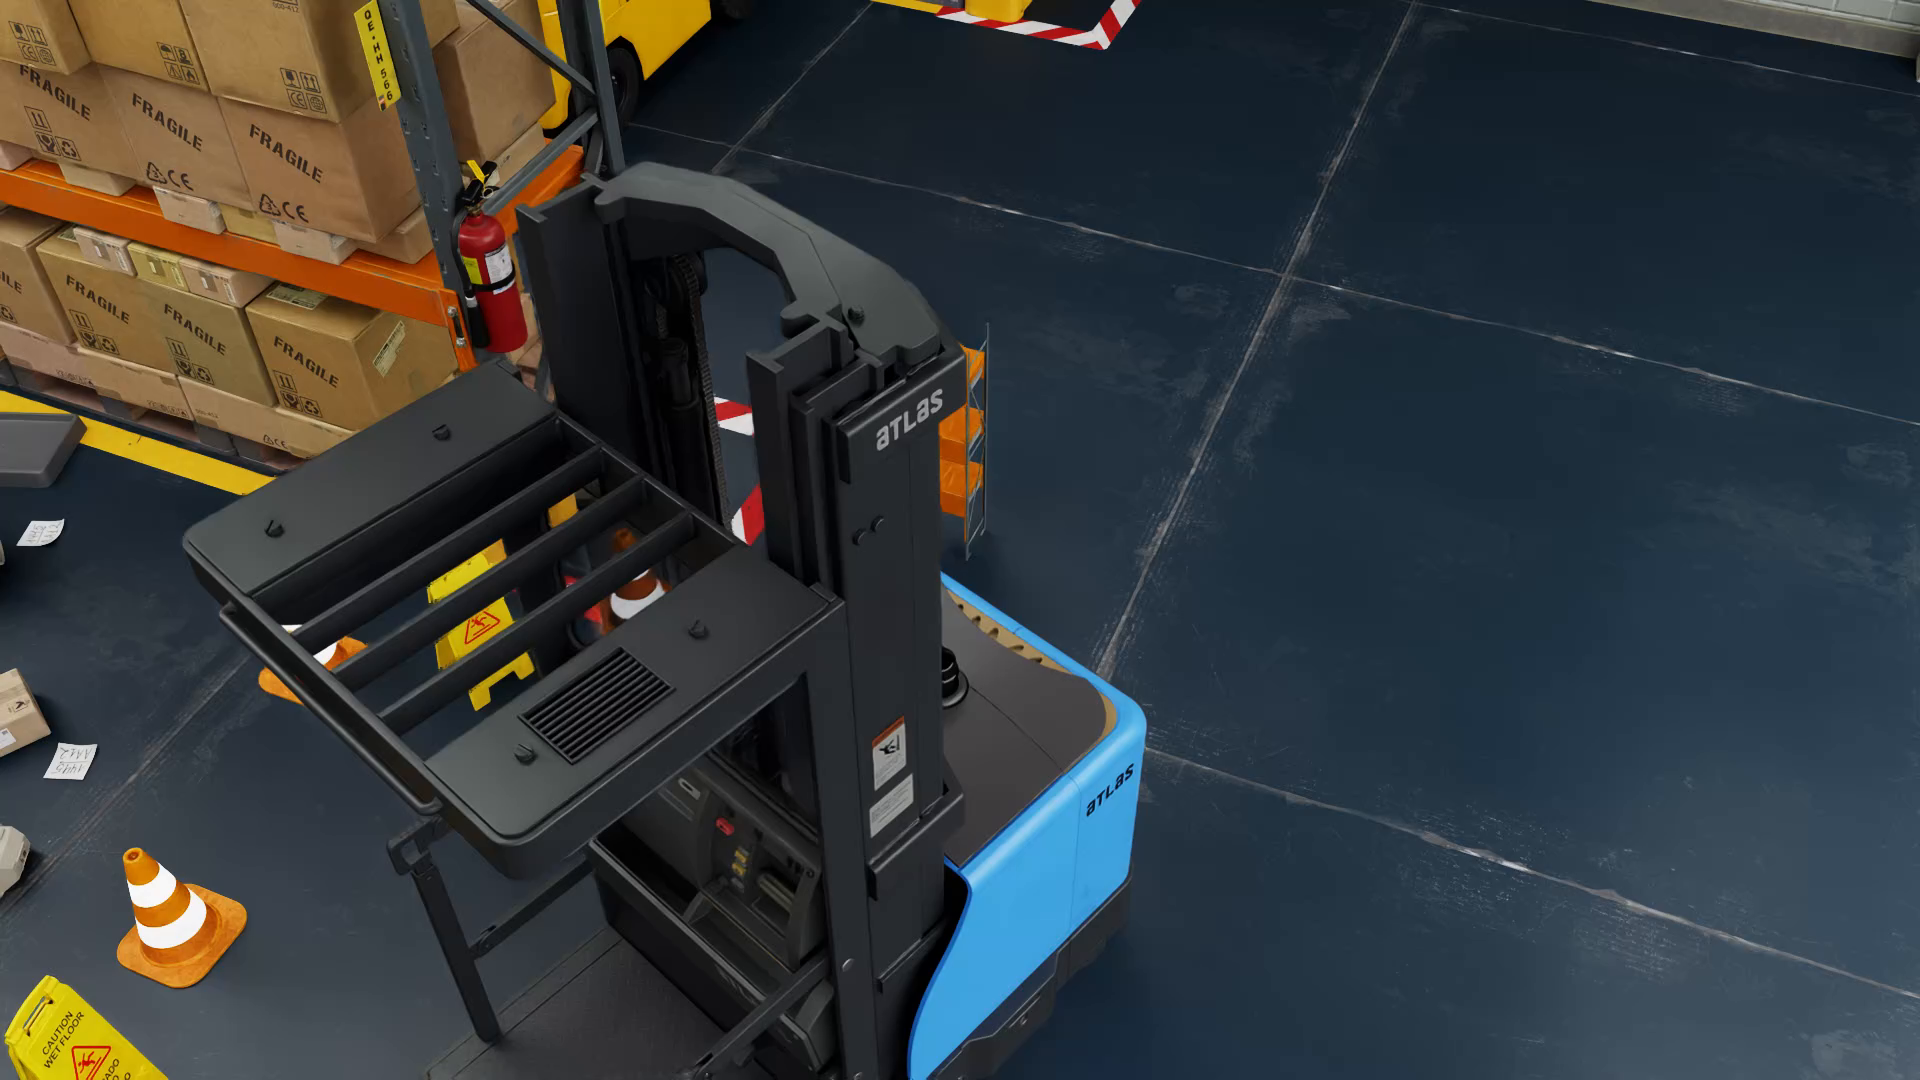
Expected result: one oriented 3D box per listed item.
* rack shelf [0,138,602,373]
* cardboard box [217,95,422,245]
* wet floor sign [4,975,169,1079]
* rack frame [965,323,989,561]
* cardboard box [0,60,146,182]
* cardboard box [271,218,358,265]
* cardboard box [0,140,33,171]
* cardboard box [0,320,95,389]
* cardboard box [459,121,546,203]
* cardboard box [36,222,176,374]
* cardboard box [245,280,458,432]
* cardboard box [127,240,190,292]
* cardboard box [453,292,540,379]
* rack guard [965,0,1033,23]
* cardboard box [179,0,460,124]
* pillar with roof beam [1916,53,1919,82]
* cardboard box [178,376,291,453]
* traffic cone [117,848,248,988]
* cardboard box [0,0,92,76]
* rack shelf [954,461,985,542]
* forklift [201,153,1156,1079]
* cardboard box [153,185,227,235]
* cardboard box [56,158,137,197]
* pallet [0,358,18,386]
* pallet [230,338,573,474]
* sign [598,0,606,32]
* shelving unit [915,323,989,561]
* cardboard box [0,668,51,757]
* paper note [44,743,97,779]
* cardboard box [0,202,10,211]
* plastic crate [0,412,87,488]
[{"bbox_3d":[-3.382,-1.593,6.734,4.000,0.370,1.077,16,47,16],"label":"rack shelf"},{"bbox_3d":[-2.143,-1.413,5.762,0.500,0.500,0.500,16,47,15],"label":"cardboard box"},{"bbox_3d":[-2.560,1.499,4.786,0.232,0.644,0.267,9,46,9],"label":"wet floor sign"},{"bbox_3d":[0.063,-0.354,6.361,0.008,1.050,0.200,16,47,16],"label":"rack frame"},{"bbox_3d":[-3.064,-1.691,6.041,0.500,0.500,0.500,16,47,16],"label":"cardboard box"},{"bbox_3d":[-2.240,-1.174,5.982,0.250,0.149,0.380,16,47,15],"label":"cardboard box"},{"bbox_3d":[-3.641,-1.604,6.413,0.250,0.149,0.380,16,47,16],"label":"cardboard box"},{"bbox_3d":[-3.800,-0.949,7.229,0.500,0.250,0.500,16,47,15],"label":"cardboard box"},{"bbox_3d":[-1.770,-1.443,6.251,0.250,0.149,0.380,17,47,16],"label":"cardboard box"},{"bbox_3d":[-3.322,-1.073,6.822,0.500,0.500,0.500,15,47,15],"label":"cardboard box"},{"bbox_3d":[-2.376,-0.792,6.540,0.500,0.500,0.500,17,47,16],"label":"cardboard box"},{"bbox_3d":[-2.972,-1.149,6.438,0.250,0.149,0.380,17,47,16],"label":"cardboard box"},{"bbox_3d":[-2.174,-0.878,7.157,0.500,0.250,0.500,16,47,16],"label":"cardboard box"},{"bbox_3d":[0.393,-3.644,10.058,0.348,0.500,1.175,16,47,16],"label":"rack guard"},{"bbox_3d":[-2.092,-1.796,5.438,0.500,0.500,0.700,15,47,15],"label":"cardboard box"},{"bbox_3d":[3.956,-3.008,3.393,0.400,9.000,9.100,16,47,16],"label":"pillar with roof beam"},{"bbox_3d":[-2.861,-0.669,6.947,0.500,0.250,0.500,17,47,16],"label":"cardboard box"},{"bbox_3d":[-2.543,1.133,5.284,0.334,0.463,0.336,16,47,16],"label":"traffic cone"},{"bbox_3d":[-3.066,-2.010,5.653,0.500,0.500,0.700,16,47,15],"label":"cardboard box"},{"bbox_3d":[-0.049,-0.182,6.598,0.240,0.259,0.215,16,47,16],"label":"rack shelf"},{"bbox_3d":[-0.792,0.720,3.949,1.130,2.935,3.031,33,54,29],"label":"forklift"},{"bbox_3d":[-2.718,-1.308,6.116,0.250,0.149,0.380,17,47,17],"label":"cardboard box"},{"bbox_3d":[-3.171,-1.480,6.288,0.250,0.149,0.380,16,47,15],"label":"cardboard box"},{"bbox_3d":[-4.595,-1.243,7.850,1.213,0.211,1.003,16,47,16],"label":"pallet"},{"bbox_3d":[-2.343,-0.580,7.184,1.213,0.211,1.003,16,47,16],"label":"pallet"},{"bbox_3d":[-1.328,-1.965,5.984,0.005,0.325,0.100,16,47,16],"label":"sign"},{"bbox_3d":[-0.049,-0.387,6.394,0.252,1.050,0.215,16,47,16],"label":"shelving unit"},{"bbox_3d":[-3.523,0.665,5.976,0.380,0.149,0.250,-28,51,-25],"label":"cardboard box"},{"bbox_3d":[-3.175,0.787,5.937,0.142,0.019,0.148,2,45,2],"label":"paper note"},{"bbox_3d":[-3.971,-1.442,6.733,0.250,0.149,0.380,19,48,18],"label":"cardboard box"},{"bbox_3d":[-4.095,-0.396,7.091,0.583,0.080,0.402,2,45,2],"label":"plastic crate"}]
